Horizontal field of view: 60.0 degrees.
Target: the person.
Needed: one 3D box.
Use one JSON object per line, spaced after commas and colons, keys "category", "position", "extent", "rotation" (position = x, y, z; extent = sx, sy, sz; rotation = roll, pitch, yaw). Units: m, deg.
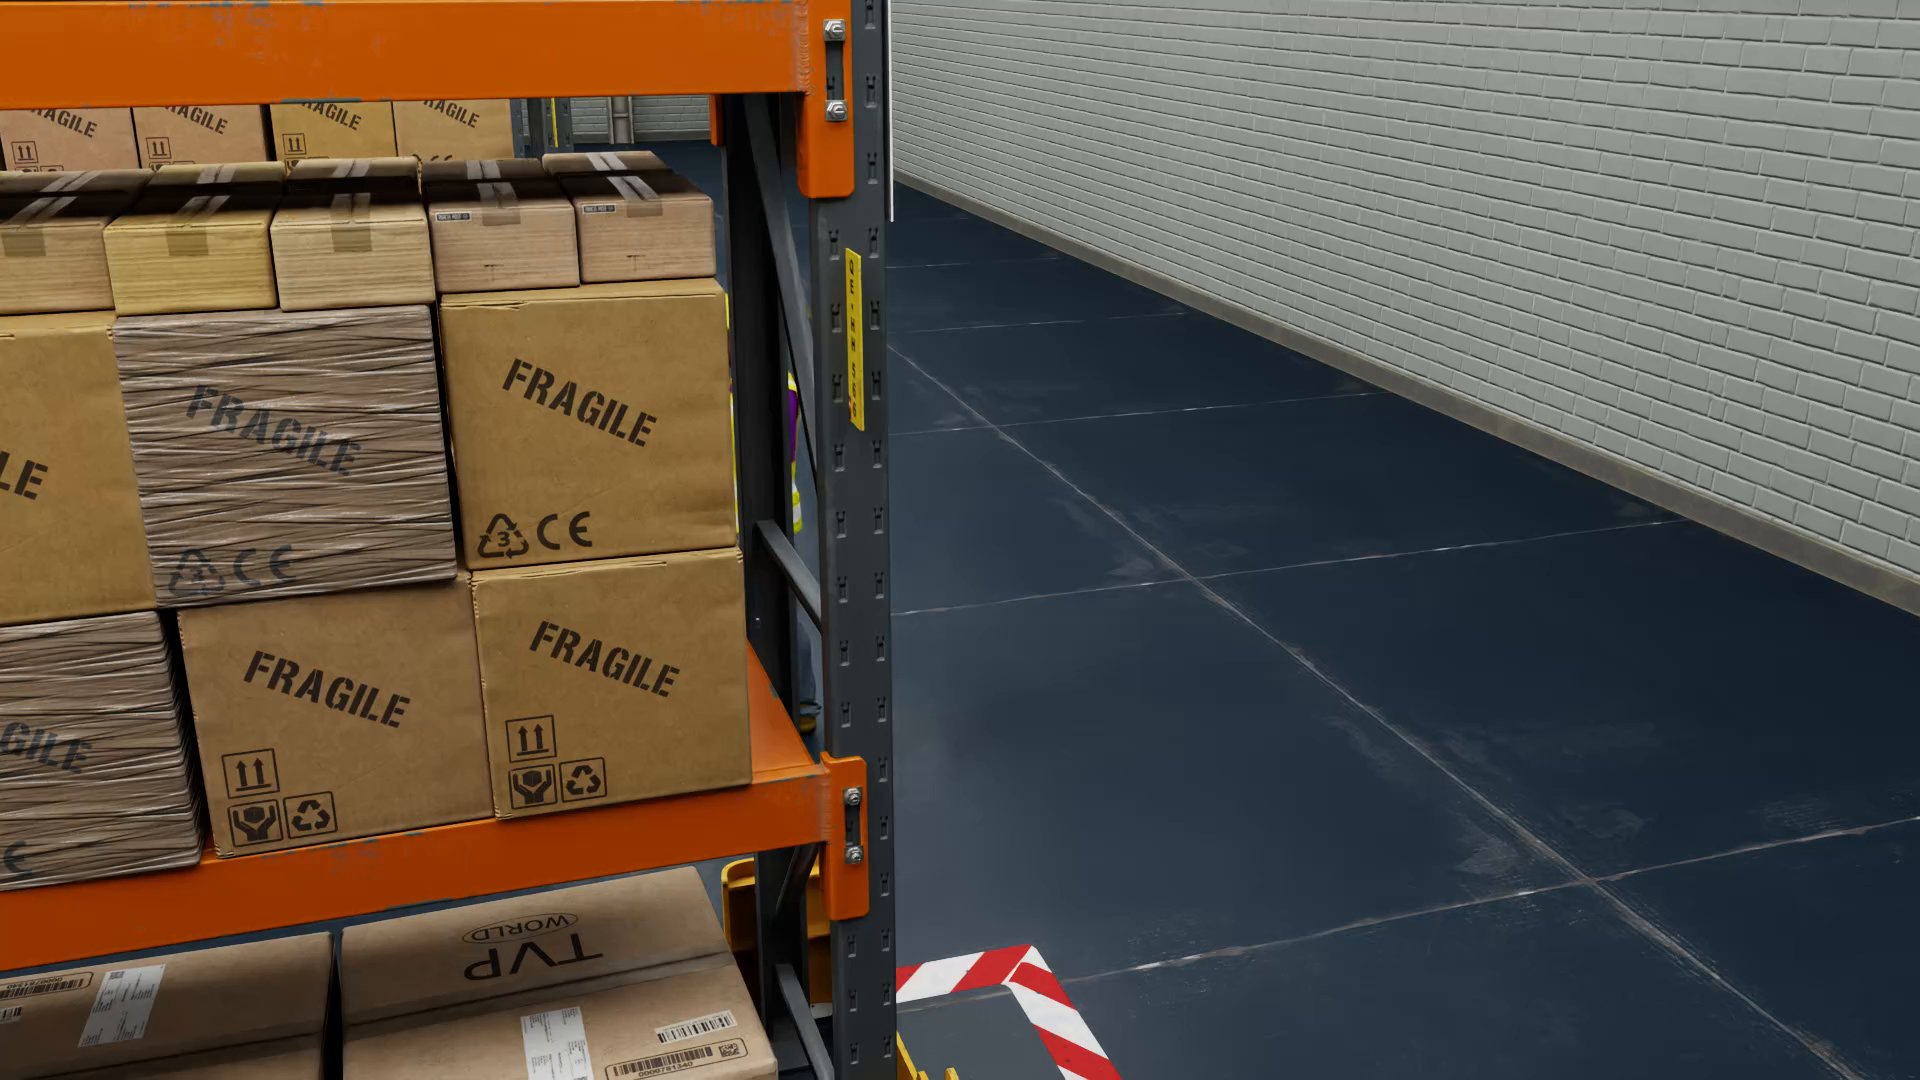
{"category": "person", "position": [-0.862, -0.048, 6.154], "extent": [0.684, 1.758, 0.610], "rotation": [-4, 20, -12]}
